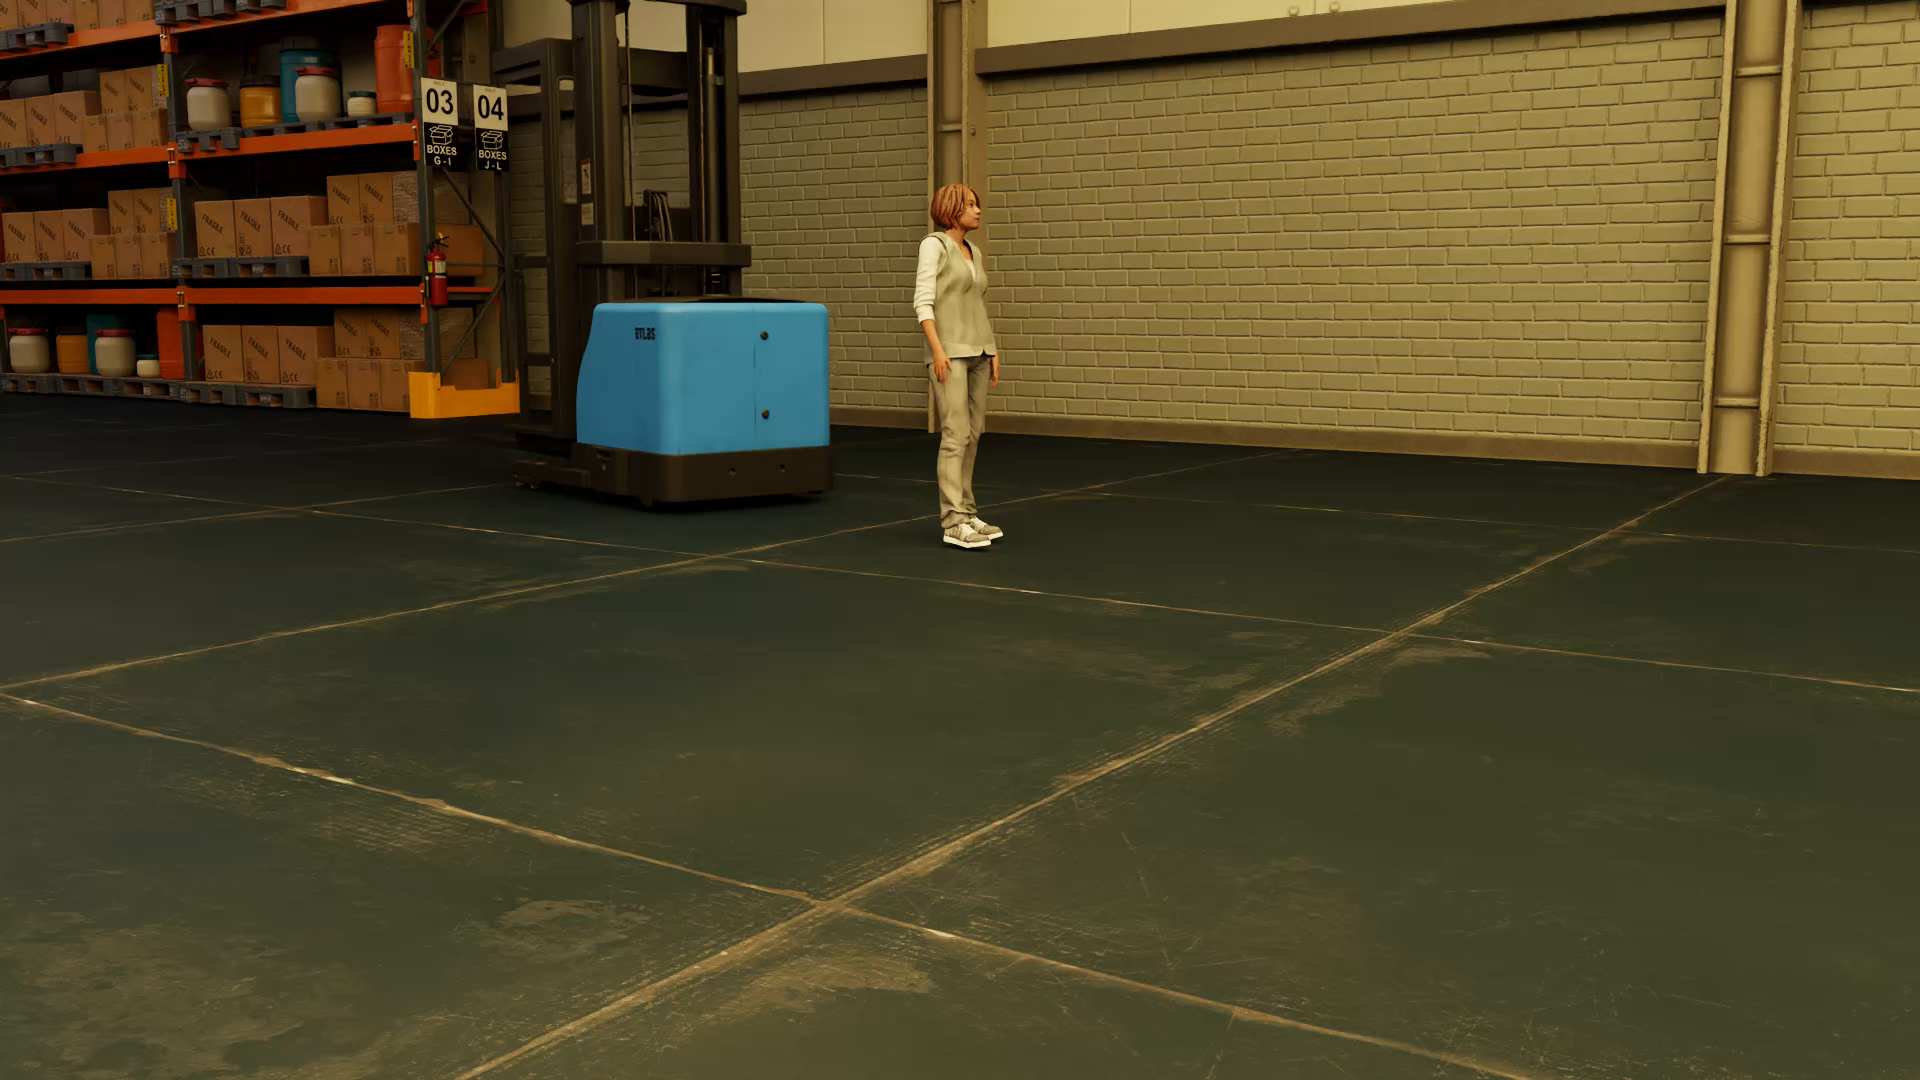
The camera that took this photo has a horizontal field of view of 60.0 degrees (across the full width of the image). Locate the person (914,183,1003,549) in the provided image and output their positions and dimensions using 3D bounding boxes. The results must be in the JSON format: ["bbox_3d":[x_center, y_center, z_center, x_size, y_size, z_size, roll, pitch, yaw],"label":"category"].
[{"bbox_3d":[0.053,-0.790,7.438,0.475,1.596,0.521,5,10,34],"label":"person"}]

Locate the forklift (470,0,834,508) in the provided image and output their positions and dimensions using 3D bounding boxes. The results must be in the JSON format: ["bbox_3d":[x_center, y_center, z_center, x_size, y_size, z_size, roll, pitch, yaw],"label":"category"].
[{"bbox_3d":[-1.996,-1.777,9.692,1.130,2.935,3.031,-6,10,-38],"label":"forklift"}]
